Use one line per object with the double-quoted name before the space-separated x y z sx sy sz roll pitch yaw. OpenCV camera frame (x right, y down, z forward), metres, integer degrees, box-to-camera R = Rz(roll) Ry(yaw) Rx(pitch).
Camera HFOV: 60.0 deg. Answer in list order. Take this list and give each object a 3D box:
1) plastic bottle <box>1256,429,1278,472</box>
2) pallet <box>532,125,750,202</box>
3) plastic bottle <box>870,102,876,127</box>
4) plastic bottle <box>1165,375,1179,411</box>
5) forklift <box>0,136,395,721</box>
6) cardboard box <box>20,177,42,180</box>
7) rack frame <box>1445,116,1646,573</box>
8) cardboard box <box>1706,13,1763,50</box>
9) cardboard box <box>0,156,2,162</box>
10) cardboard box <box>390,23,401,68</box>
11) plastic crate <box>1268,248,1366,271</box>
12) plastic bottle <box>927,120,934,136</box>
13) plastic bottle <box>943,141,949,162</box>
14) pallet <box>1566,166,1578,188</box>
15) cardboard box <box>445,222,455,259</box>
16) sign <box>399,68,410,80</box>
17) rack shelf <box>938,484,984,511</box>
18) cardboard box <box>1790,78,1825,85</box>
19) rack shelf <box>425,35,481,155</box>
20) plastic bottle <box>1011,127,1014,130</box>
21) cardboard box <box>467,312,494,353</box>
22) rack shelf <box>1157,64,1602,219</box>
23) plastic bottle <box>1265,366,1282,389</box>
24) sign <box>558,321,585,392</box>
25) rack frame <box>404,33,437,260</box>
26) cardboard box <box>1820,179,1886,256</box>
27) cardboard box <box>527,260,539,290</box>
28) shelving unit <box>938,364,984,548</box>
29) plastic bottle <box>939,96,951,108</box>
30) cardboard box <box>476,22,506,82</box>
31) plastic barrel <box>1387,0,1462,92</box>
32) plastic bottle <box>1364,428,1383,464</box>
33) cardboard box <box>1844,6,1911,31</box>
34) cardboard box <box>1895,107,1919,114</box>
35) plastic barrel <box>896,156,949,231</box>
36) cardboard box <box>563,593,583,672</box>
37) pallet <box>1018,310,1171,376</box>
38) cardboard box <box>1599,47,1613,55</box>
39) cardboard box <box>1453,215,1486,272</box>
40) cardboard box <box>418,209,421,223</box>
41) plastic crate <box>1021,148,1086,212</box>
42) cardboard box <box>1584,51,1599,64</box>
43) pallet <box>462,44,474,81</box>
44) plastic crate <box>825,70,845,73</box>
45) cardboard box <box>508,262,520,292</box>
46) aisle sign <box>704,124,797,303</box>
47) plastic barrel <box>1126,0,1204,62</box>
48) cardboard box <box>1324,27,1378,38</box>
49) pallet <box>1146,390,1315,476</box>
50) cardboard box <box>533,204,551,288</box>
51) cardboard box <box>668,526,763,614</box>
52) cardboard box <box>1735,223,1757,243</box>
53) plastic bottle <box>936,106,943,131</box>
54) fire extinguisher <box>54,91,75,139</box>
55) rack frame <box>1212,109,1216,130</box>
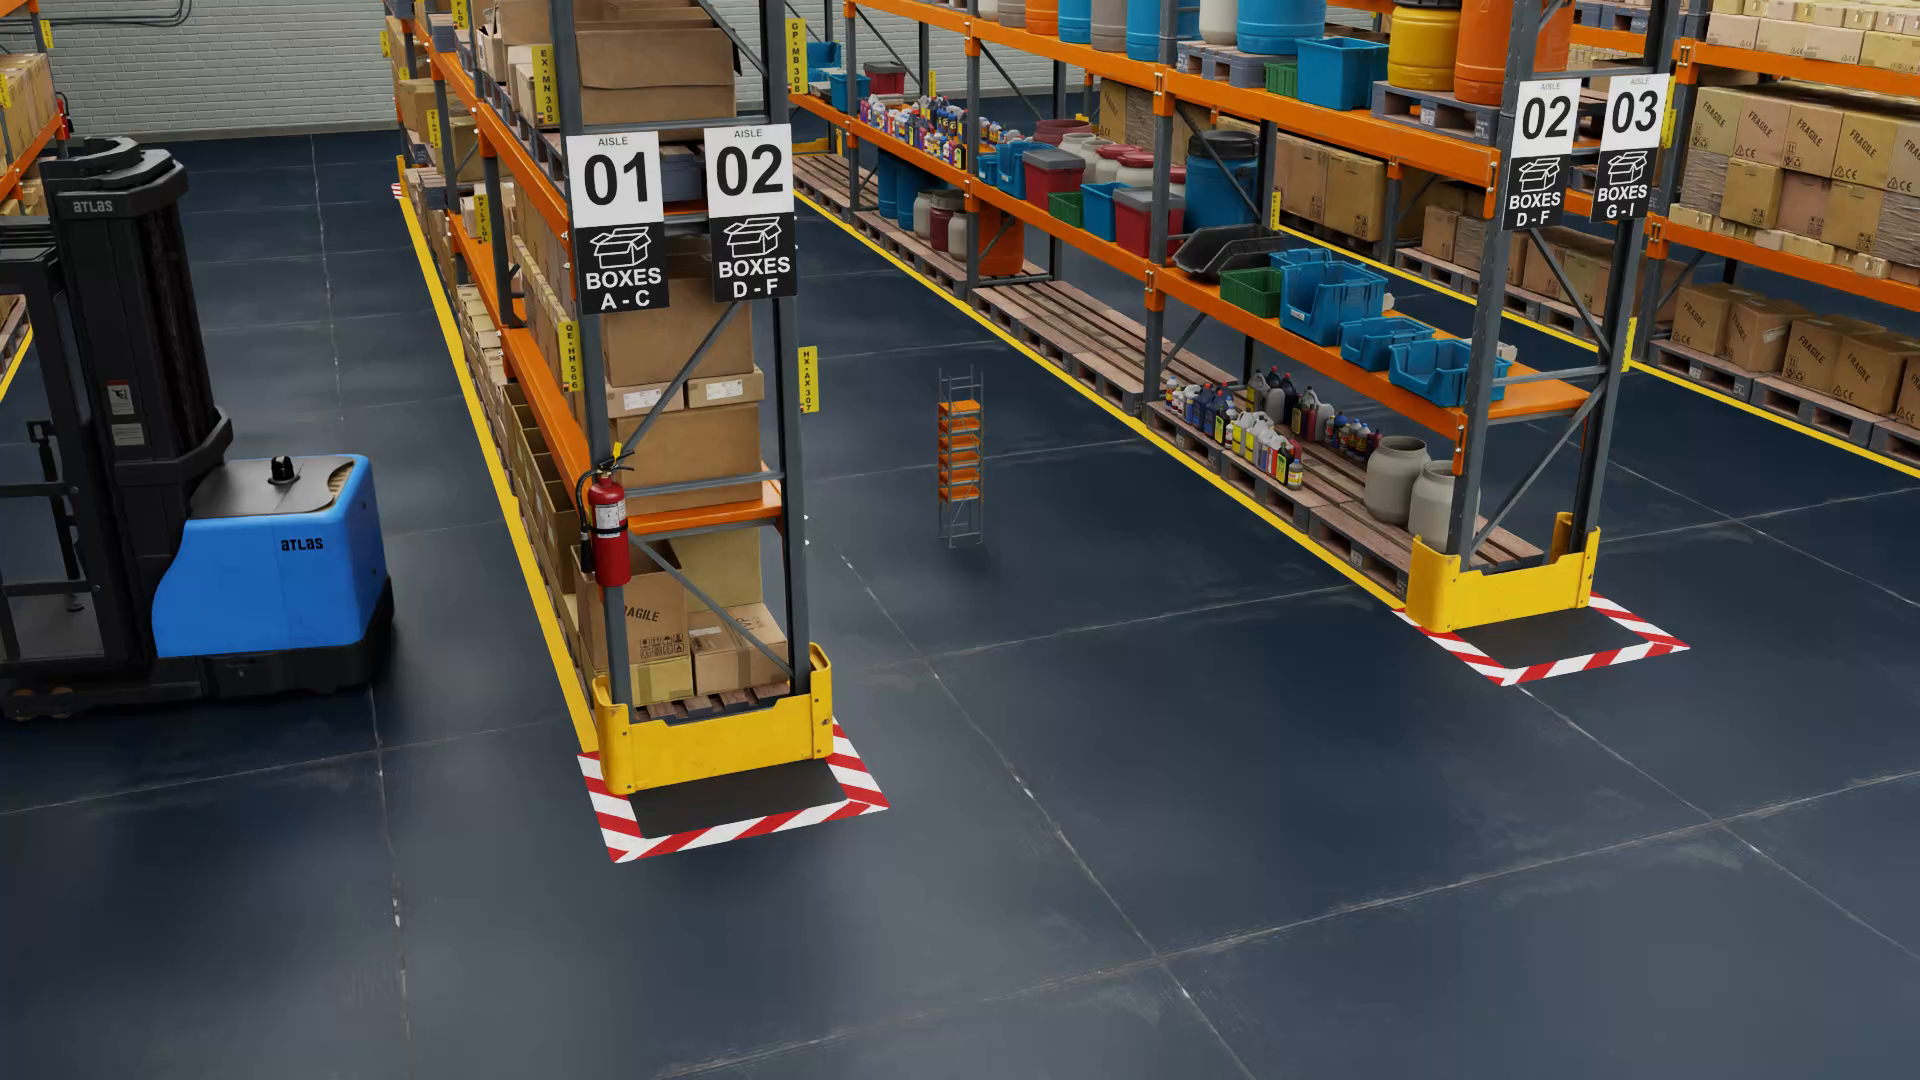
"plastic bottle" 2.210 -0.640 11.846 0.152 0.276 0.135 -9 24 -20
"pallet" -1.479 -1.863 8.060 1.003 0.211 1.213 -8 24 -19
"plastic bottle" -0.988 -4.925 19.239 0.097 0.271 0.097 0 23 0
"plastic bottle" 1.671 -1.162 13.092 0.097 0.271 0.097 0 23 0
"forklift" -4.840 -0.598 8.894 3.031 2.935 1.130 -4 23 -8
"cardboard box" -11.021 -4.013 19.586 0.700 0.500 0.500 -8 24 -19
"rack frame" 3.381 -0.939 9.616 1.000 3.000 0.127 -8 24 -19
"cardboard box" 6.521 -4.187 13.652 0.500 0.250 0.500 -9 25 -21
"cardboard box" -9.538 -3.815 15.903 0.500 0.500 0.500 -8 24 -19
"cardboard box" -6.632 -6.013 20.237 0.500 0.500 0.500 -8 24 -18
"plastic crate" 2.613 -1.959 12.228 0.499 0.251 0.616 -8 24 -19
"plastic bottle" -0.321 -4.383 17.937 0.061 0.283 0.133 -8 24 -19
"plastic bottle" -0.126 -4.007 17.150 0.097 0.201 0.097 0 23 0
"pallet" 5.927 -3.724 16.469 1.003 0.211 1.213 -8 24 -19
"cardboard box" -4.654 -2.892 15.935 0.500 0.250 0.500 -7 24 -17
"sign" -5.998 -4.943 18.001 0.100 0.325 0.005 -8 24 -19
"rack shelf" 0.005 -0.286 11.115 0.258 0.103 0.180 -8 24 -19
"cardboard box" 10.014 -5.512 19.049 0.700 0.500 0.500 -8 24 -19
"rack shelf" -3.373 -3.492 12.737 1.077 0.370 4.000 -8 24 -19
"plastic bottle" 0.537 -4.217 17.543 0.061 0.283 0.133 -8 24 -19
"cardboard box" -3.798 -1.747 13.810 0.500 0.311 0.500 -9 24 -20
"rack shelf" 2.675 -2.717 10.898 1.077 0.370 4.000 -8 24 -19
"plastic bottle" 2.466 -1.180 13.032 0.144 0.351 0.185 -9 24 -20
"sign" -1.766 -0.834 7.572 0.100 0.325 0.005 -8 24 -19
"rack frame" -5.493 -4.621 18.352 1.000 3.000 0.127 -8 24 -19
"cardboard box" 7.256 -2.542 12.907 0.875 0.500 0.500 -8 24 -19
"cardboard box" -2.478 -1.655 10.352 0.380 0.149 0.250 -9 24 -19
"shelving unit" 0.005 -0.548 11.005 0.258 1.200 0.189 -8 24 -19
"plastic bottle" -0.162 -4.920 19.126 0.144 0.351 0.185 -8 24 -19
"cardboard box" -2.545 -2.898 9.796 0.500 0.311 0.500 -10 25 -22
"plastic barrel" 2.860 -2.999 9.857 0.600 0.588 0.600 0 23 0
"plastic bottle" 2.970 -0.677 11.924 0.061 0.283 0.133 -8 24 -18
"cardboard box" 6.924 -3.940 12.554 0.380 0.149 0.250 -9 24 -20
"cardboard box" 7.545 -3.045 12.813 0.500 0.500 0.500 -8 24 -19
"plastic barrel" -0.431 -4.069 19.202 0.600 0.901 0.708 -8 24 -19
"cardboard box" -1.908 0.478 9.253 0.500 0.250 0.500 -8 24 -19
"pallet" 1.220 -1.832 15.324 1.003 0.211 1.213 -8 24 -19
"cardboard box" 8.530 -6.391 21.567 0.380 0.149 0.250 -9 24 -19
"cardboard box" 5.652 -3.136 17.480 0.700 0.500 0.500 -10 25 -23
"cardboard box" -6.148 -3.806 19.523 0.380 0.149 0.250 -8 24 -19
"plastic crate" 0.840 -3.246 15.008 0.402 0.464 0.583 -8 24 -19
"cardboard box" 8.438 -6.349 21.852 0.380 0.149 0.250 -9 25 -21
"pallet" -2.991 -3.327 11.666 0.805 0.209 1.217 -9 25 -21
"plastic crate" -1.724 -6.280 22.551 0.396 0.136 0.243 -8 24 -19
"cardboard box" -3.149 -1.947 12.180 0.396 0.266 0.258 -9 24 -20
"aisle sign" -0.944 -1.477 7.545 0.394 0.787 0.004 -8 24 -19
"plastic barrel" 1.586 -4.161 12.753 0.600 0.901 0.708 -8 24 -19
"cardboard box" 4.475 -5.782 19.685 0.797 0.503 0.637 -8 24 -17
"pallet" 2.167 -0.858 13.014 1.003 0.211 1.213 -8 24 -19
"cardboard box" -2.148 -1.832 9.937 0.700 0.500 0.500 -8 24 -19
"cardboard box" -1.414 0.060 9.279 0.500 0.500 0.500 -8 24 -19
"cardboard box" 6.684 -2.568 13.804 0.380 0.149 0.250 -8 24 -19
"plastic bottle" -0.219 -4.801 18.946 0.097 0.271 0.097 0 23 0
"fire extinguisher" -11.161 -5.304 20.552 0.296 0.674 0.183 -8 24 -19
"rack frame" 3.776 -5.979 21.574 1.000 3.000 0.127 -8 24 -19
